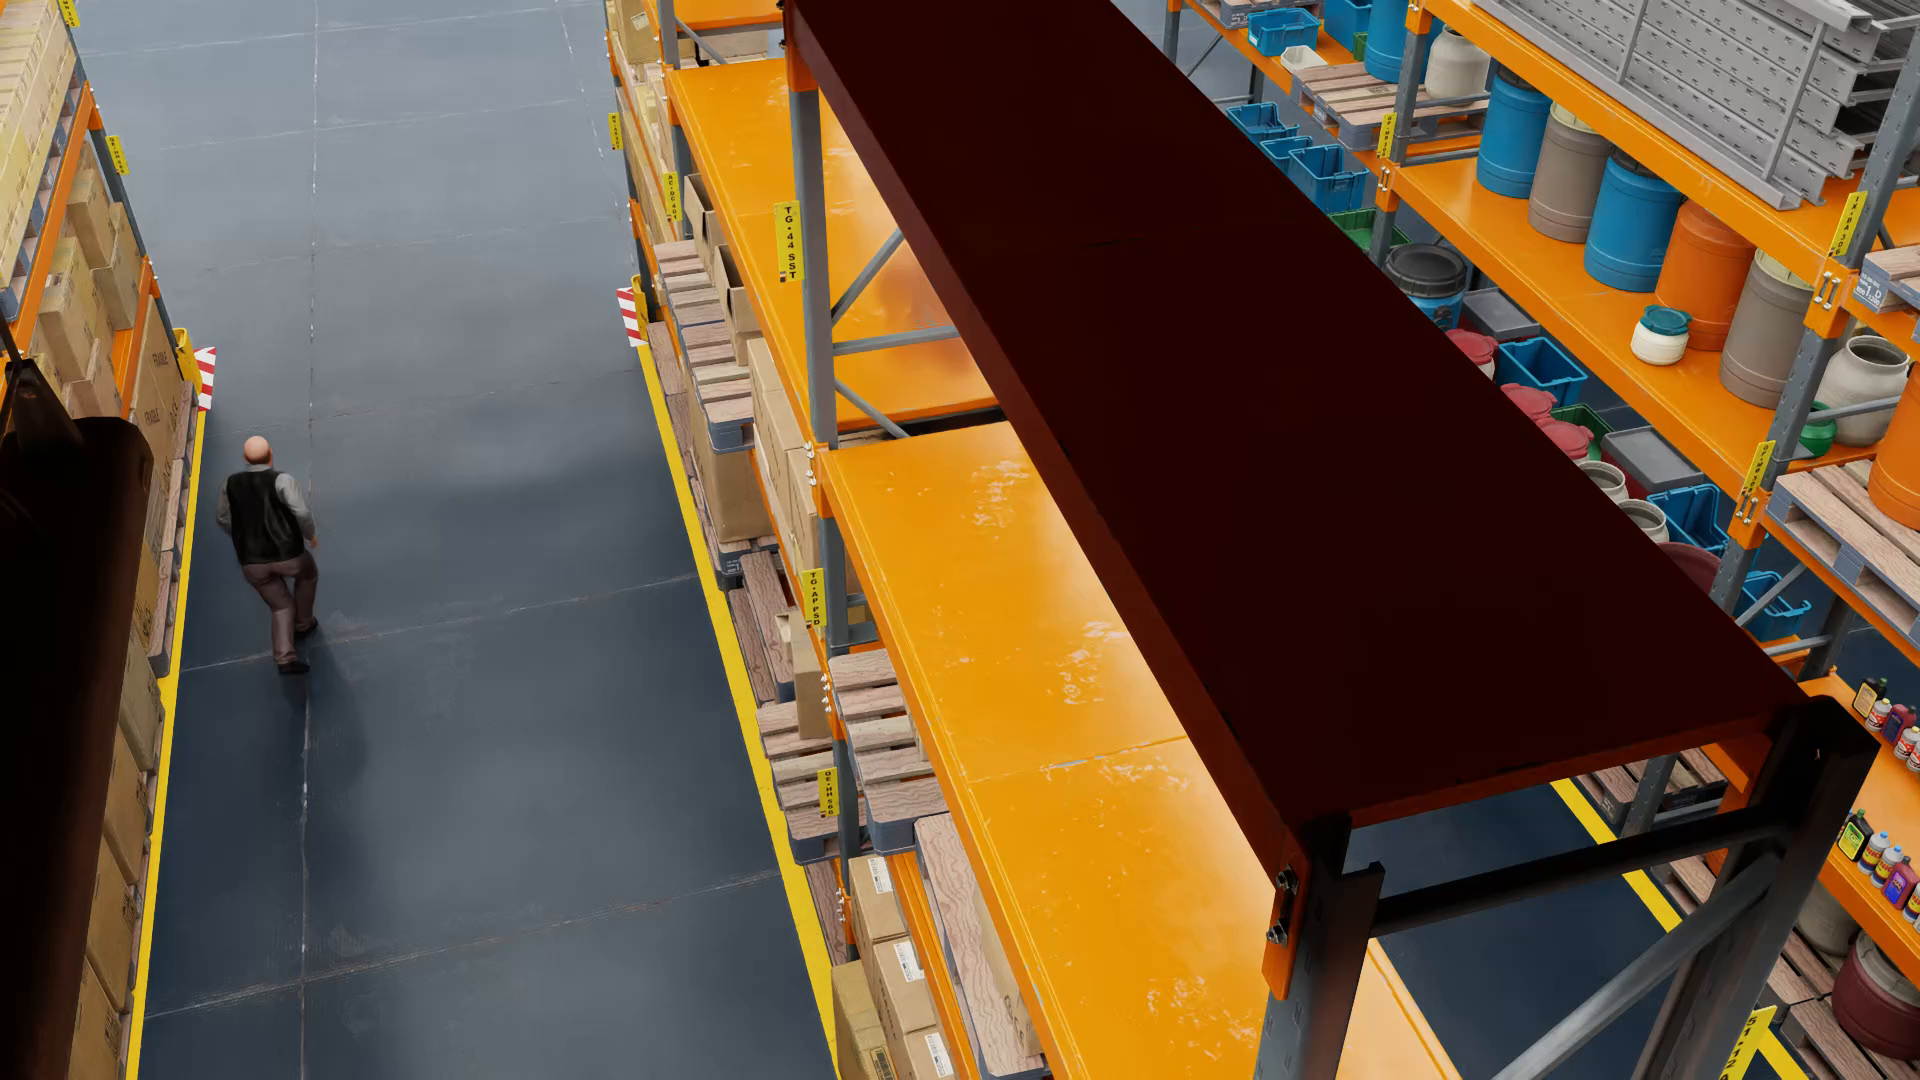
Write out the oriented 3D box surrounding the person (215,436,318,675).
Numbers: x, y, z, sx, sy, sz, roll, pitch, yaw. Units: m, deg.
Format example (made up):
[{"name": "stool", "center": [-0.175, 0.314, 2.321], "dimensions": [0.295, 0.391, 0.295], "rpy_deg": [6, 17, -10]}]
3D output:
[{"name": "person", "center": [-4.709, 0.184, 11.377], "dimensions": [0.663, 1.572, 1.039], "rpy_deg": [-4, 39, -5]}]
